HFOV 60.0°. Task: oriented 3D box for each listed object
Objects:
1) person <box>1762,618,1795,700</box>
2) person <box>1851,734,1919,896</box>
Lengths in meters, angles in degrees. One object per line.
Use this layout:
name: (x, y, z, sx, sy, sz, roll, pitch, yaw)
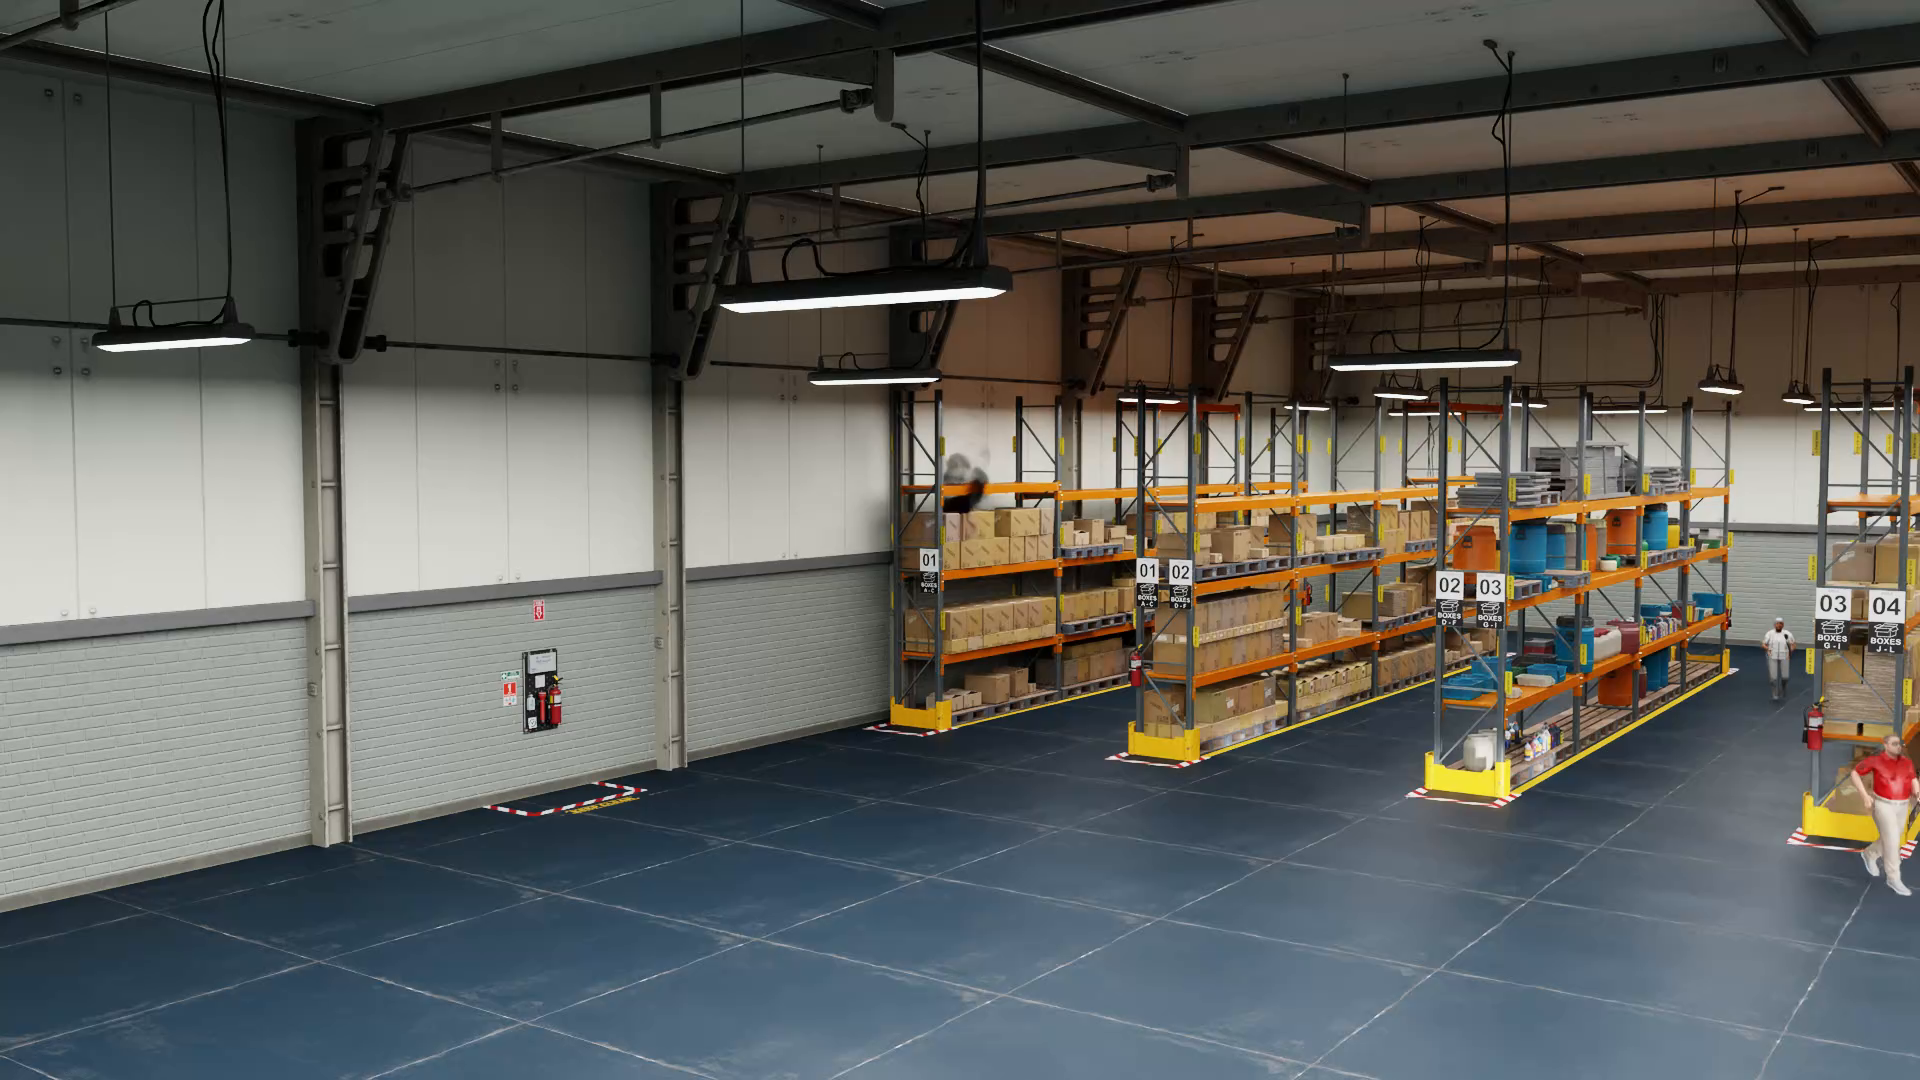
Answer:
person: (16.129, 2.346, 32.765, 0.600, 1.620, 0.540, 1, 4, 24)
person: (10.559, 3.099, 18.949, 0.671, 1.654, 0.812, -1, 3, -10)
